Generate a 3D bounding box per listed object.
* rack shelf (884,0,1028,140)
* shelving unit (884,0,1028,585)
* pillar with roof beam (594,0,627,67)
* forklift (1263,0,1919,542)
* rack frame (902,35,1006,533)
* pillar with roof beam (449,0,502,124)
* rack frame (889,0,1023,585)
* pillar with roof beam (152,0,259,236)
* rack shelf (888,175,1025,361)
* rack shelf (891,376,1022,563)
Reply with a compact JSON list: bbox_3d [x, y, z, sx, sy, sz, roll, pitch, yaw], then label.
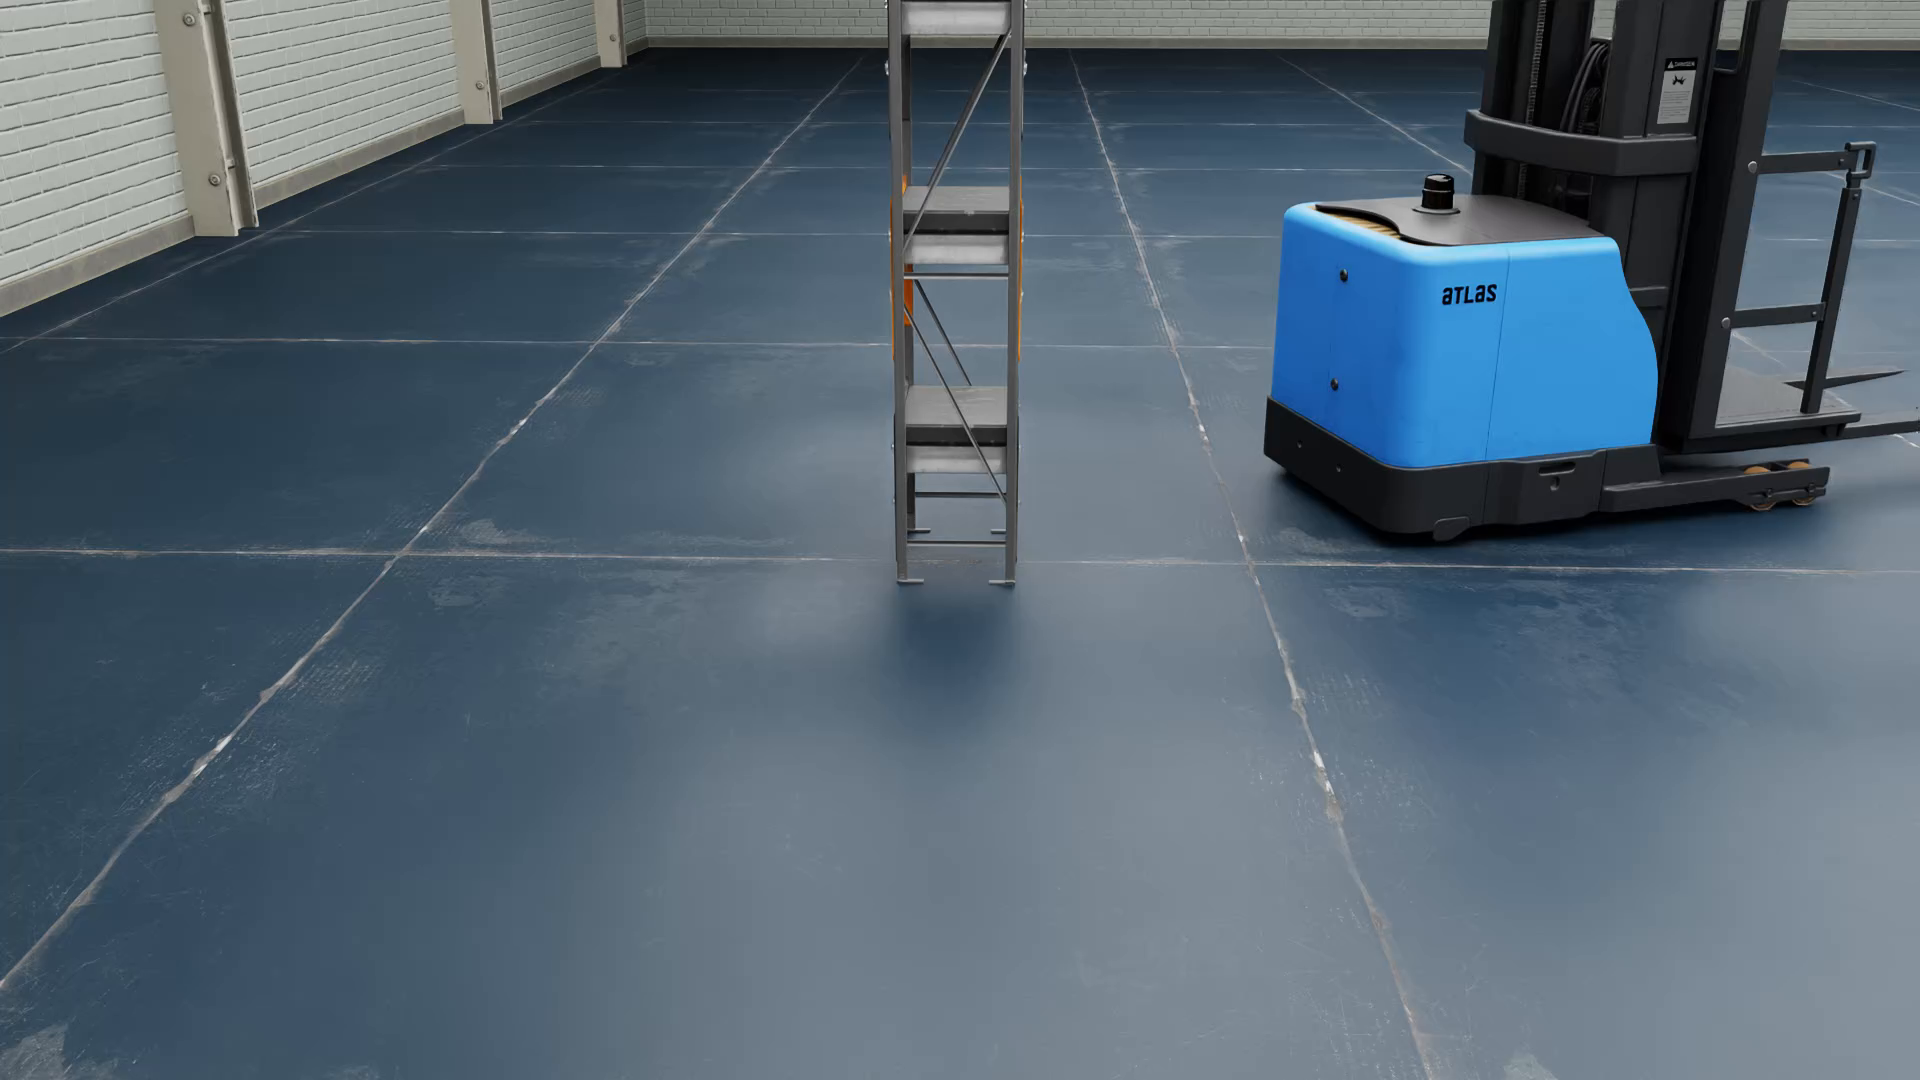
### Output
[{"bbox_3d":[-0.005,-1.559,5.247,0.431,0.518,0.480,1,21,2],"label":"rack shelf"},{"bbox_3d":[-0.005,-0.919,5.495,0.431,2.100,0.503,1,21,2],"label":"shelving unit"},{"bbox_3d":[-0.447,-10.641,21.014,9.100,9.000,0.400,1,21,2],"label":"pillar with roof beam"},{"bbox_3d":[2.805,-1.652,6.236,3.031,2.935,1.130,-6,22,-16],"label":"forklift"},{"bbox_3d":[0.002,-1.007,5.722,0.400,2.100,0.015,1,21,2],"label":"rack frame"},{"bbox_3d":[-0.630,-8.472,15.423,9.100,9.000,0.400,1,21,2],"label":"pillar with roof beam"},{"bbox_3d":[-0.012,-0.831,5.267,0.400,2.100,0.015,1,21,2],"label":"rack frame"},{"bbox_3d":[-0.812,-6.302,9.832,9.100,9.000,0.400,1,21,2],"label":"pillar with roof beam"},{"bbox_3d":[-0.005,-0.906,5.500,0.431,0.518,0.480,1,21,2],"label":"rack shelf"},{"bbox_3d":[-0.005,-0.254,5.753,0.431,0.518,0.480,1,21,2],"label":"rack shelf"}]
